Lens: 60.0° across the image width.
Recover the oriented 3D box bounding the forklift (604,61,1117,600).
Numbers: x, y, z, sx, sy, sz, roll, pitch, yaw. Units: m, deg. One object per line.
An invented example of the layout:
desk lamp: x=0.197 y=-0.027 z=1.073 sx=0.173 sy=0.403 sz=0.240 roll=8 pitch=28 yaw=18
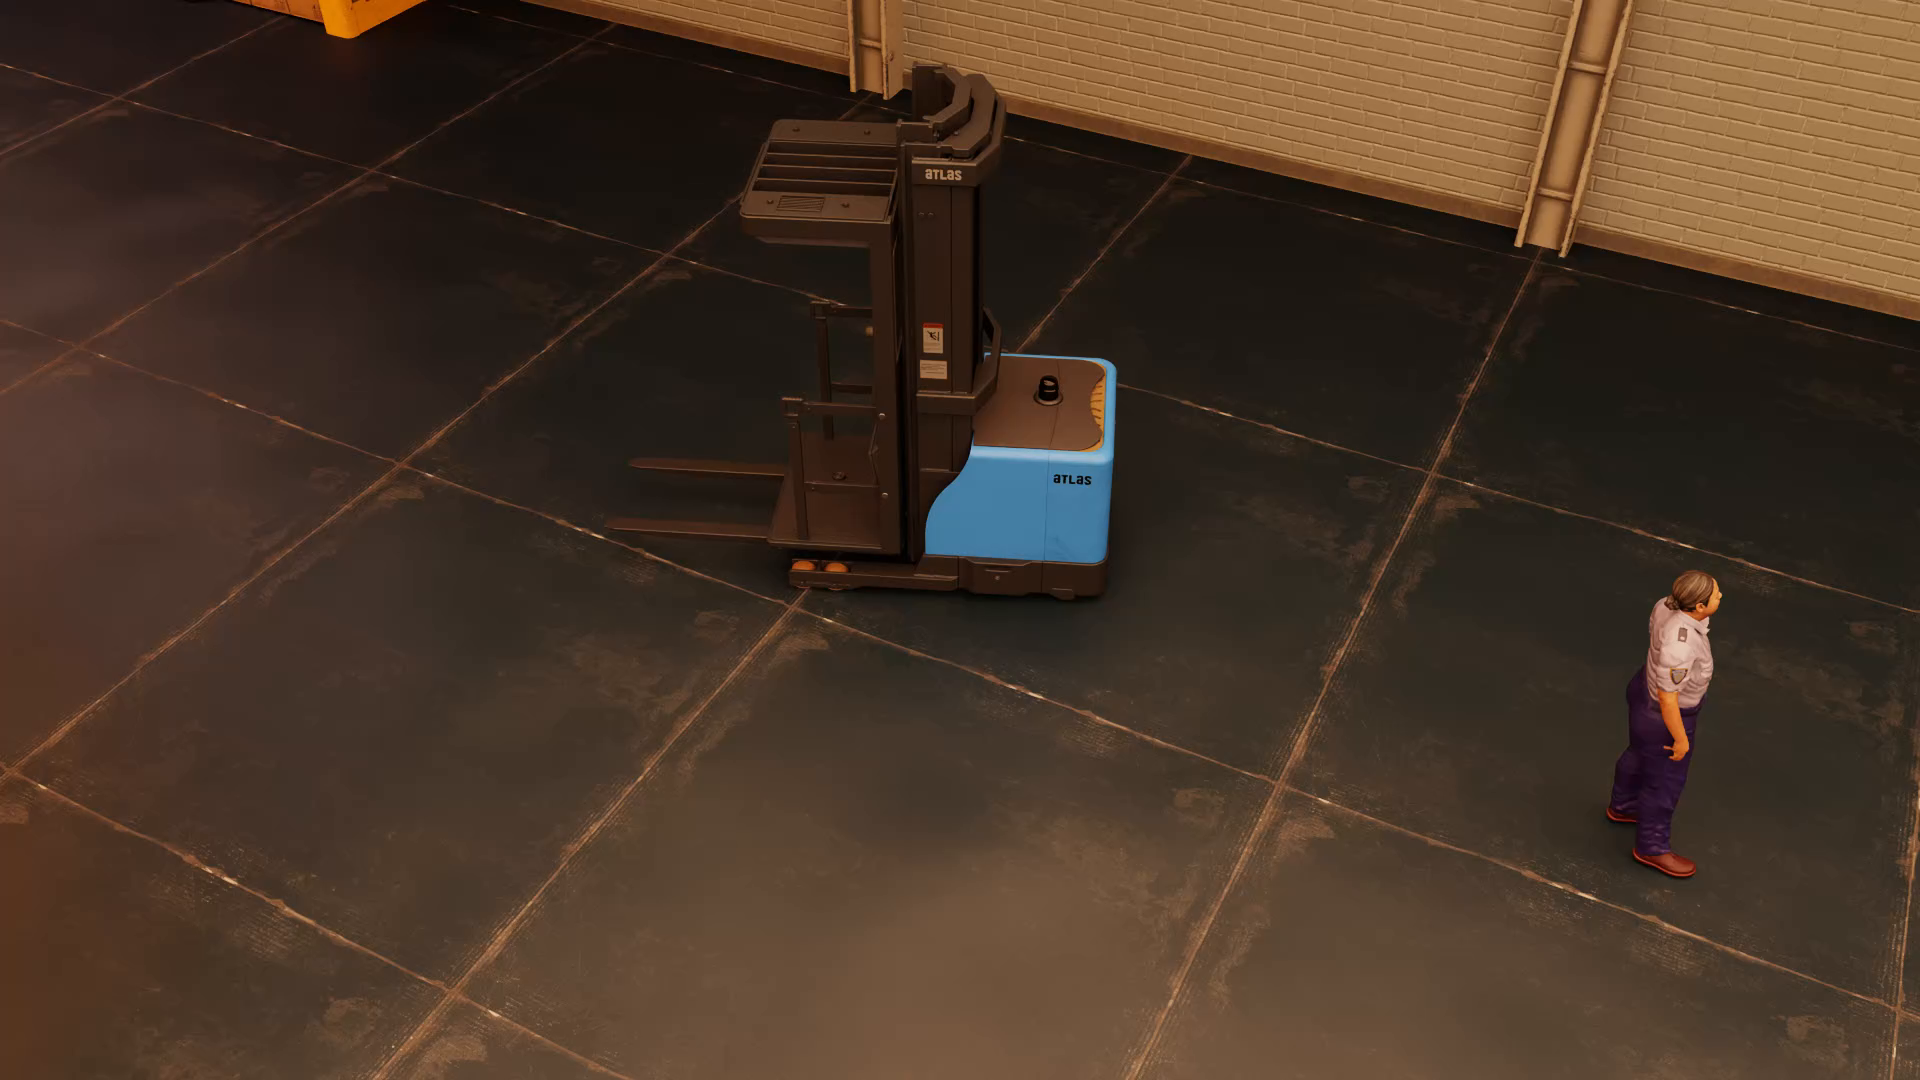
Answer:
forklift: x=-0.606 y=-1.157 z=9.360 sx=3.031 sy=2.935 sz=1.130 roll=3 pitch=40 yaw=4

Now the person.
person: x=3.467 y=0.838 z=7.977 sx=0.502 sy=1.650 sz=0.599 roll=8 pitch=41 yaw=9
